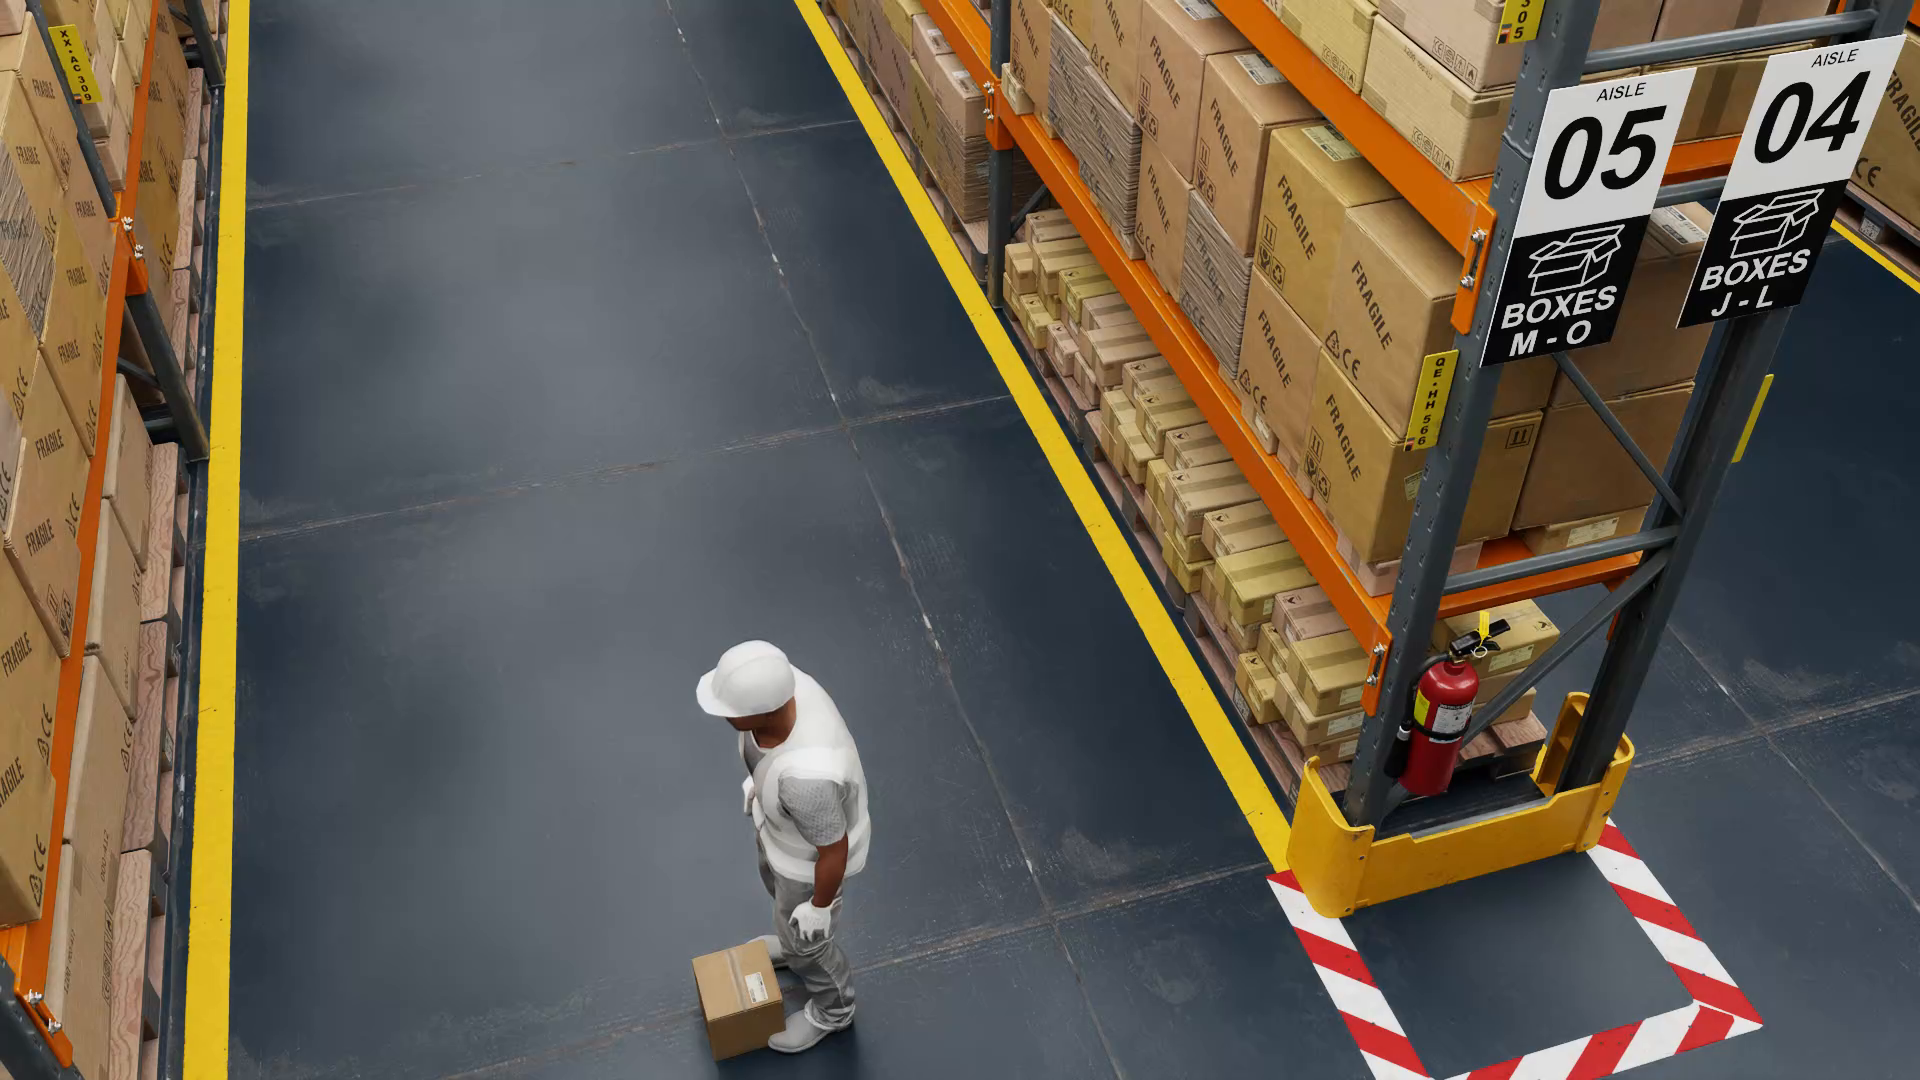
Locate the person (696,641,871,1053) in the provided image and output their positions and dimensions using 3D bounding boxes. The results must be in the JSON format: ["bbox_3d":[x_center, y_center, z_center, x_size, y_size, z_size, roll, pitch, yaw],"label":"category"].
[{"bbox_3d":[-0.516,0.926,5.119,0.452,1.773,0.622,-14,44,-16],"label":"person"}]
